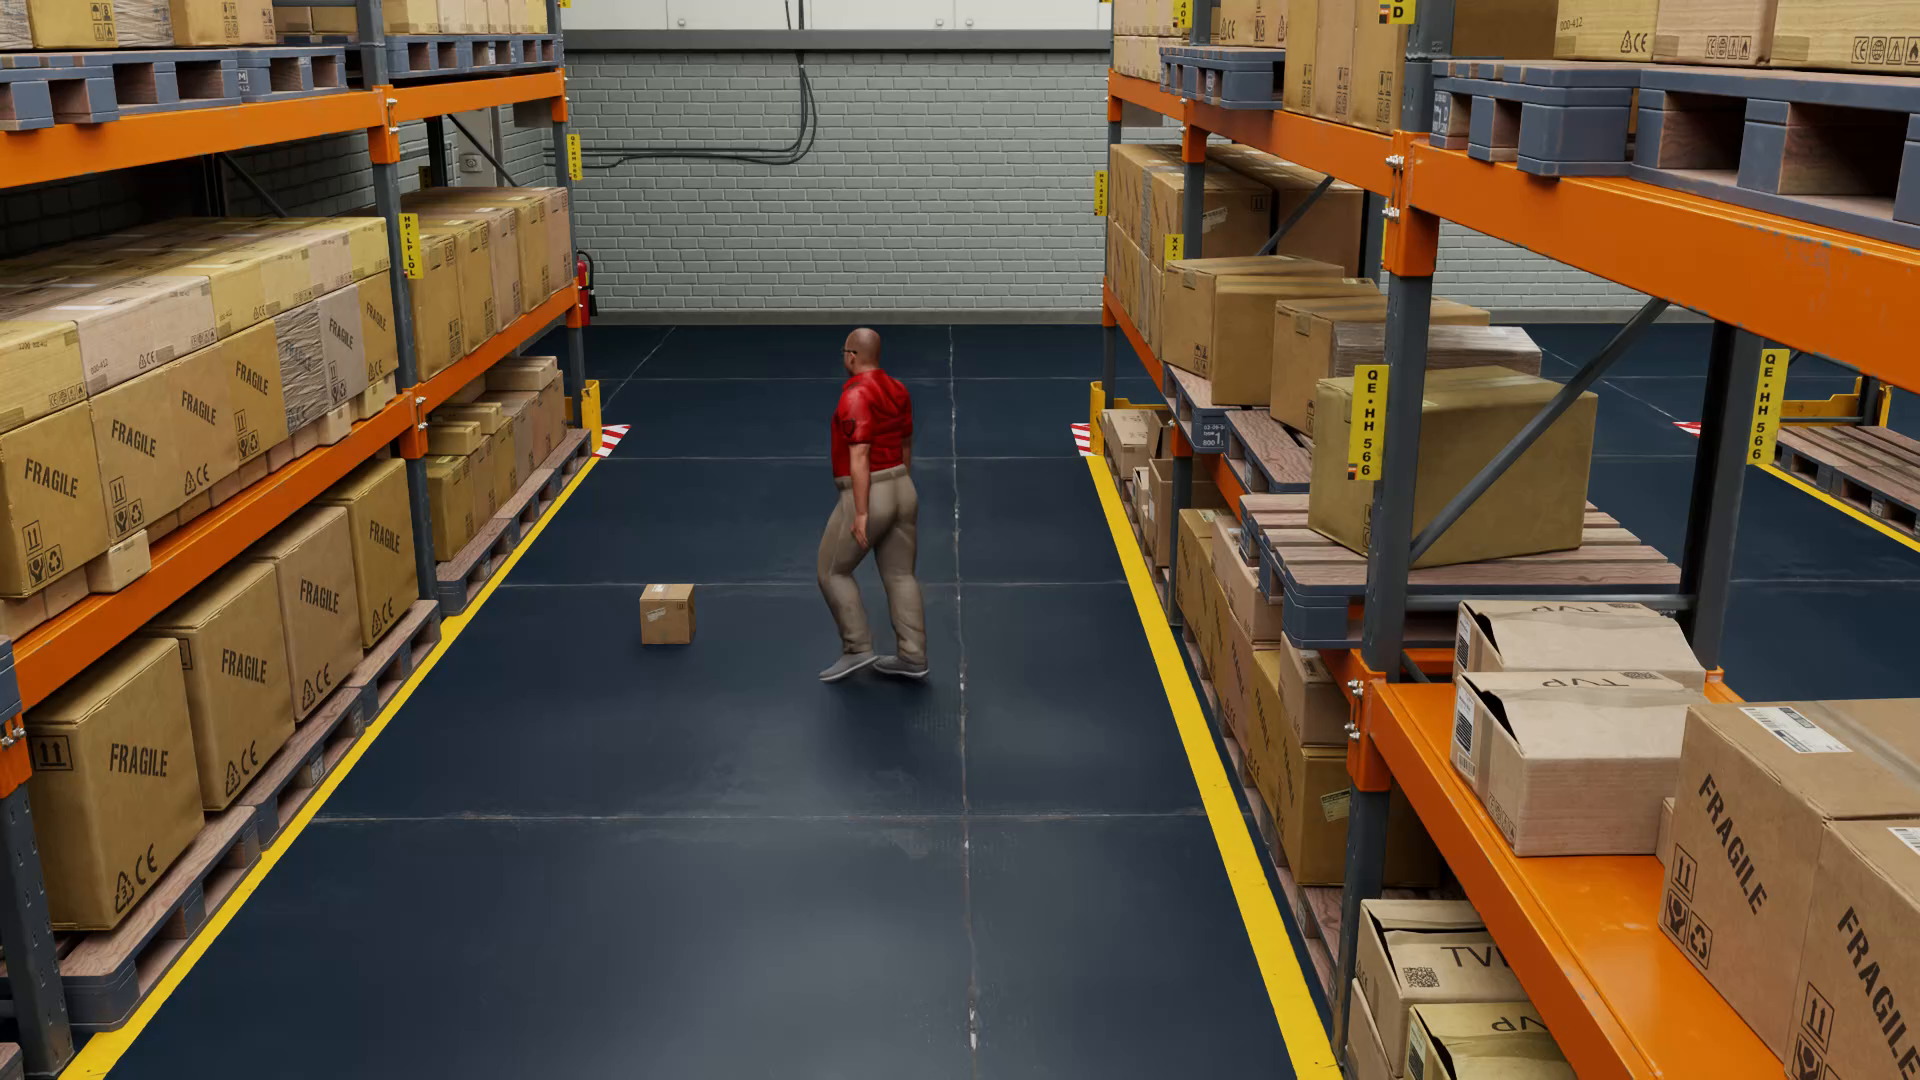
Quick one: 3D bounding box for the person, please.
[{"bbox_3d":[-0.387,-0.146,8.078,0.537,1.753,0.570,13,21,35],"label":"person"}]
